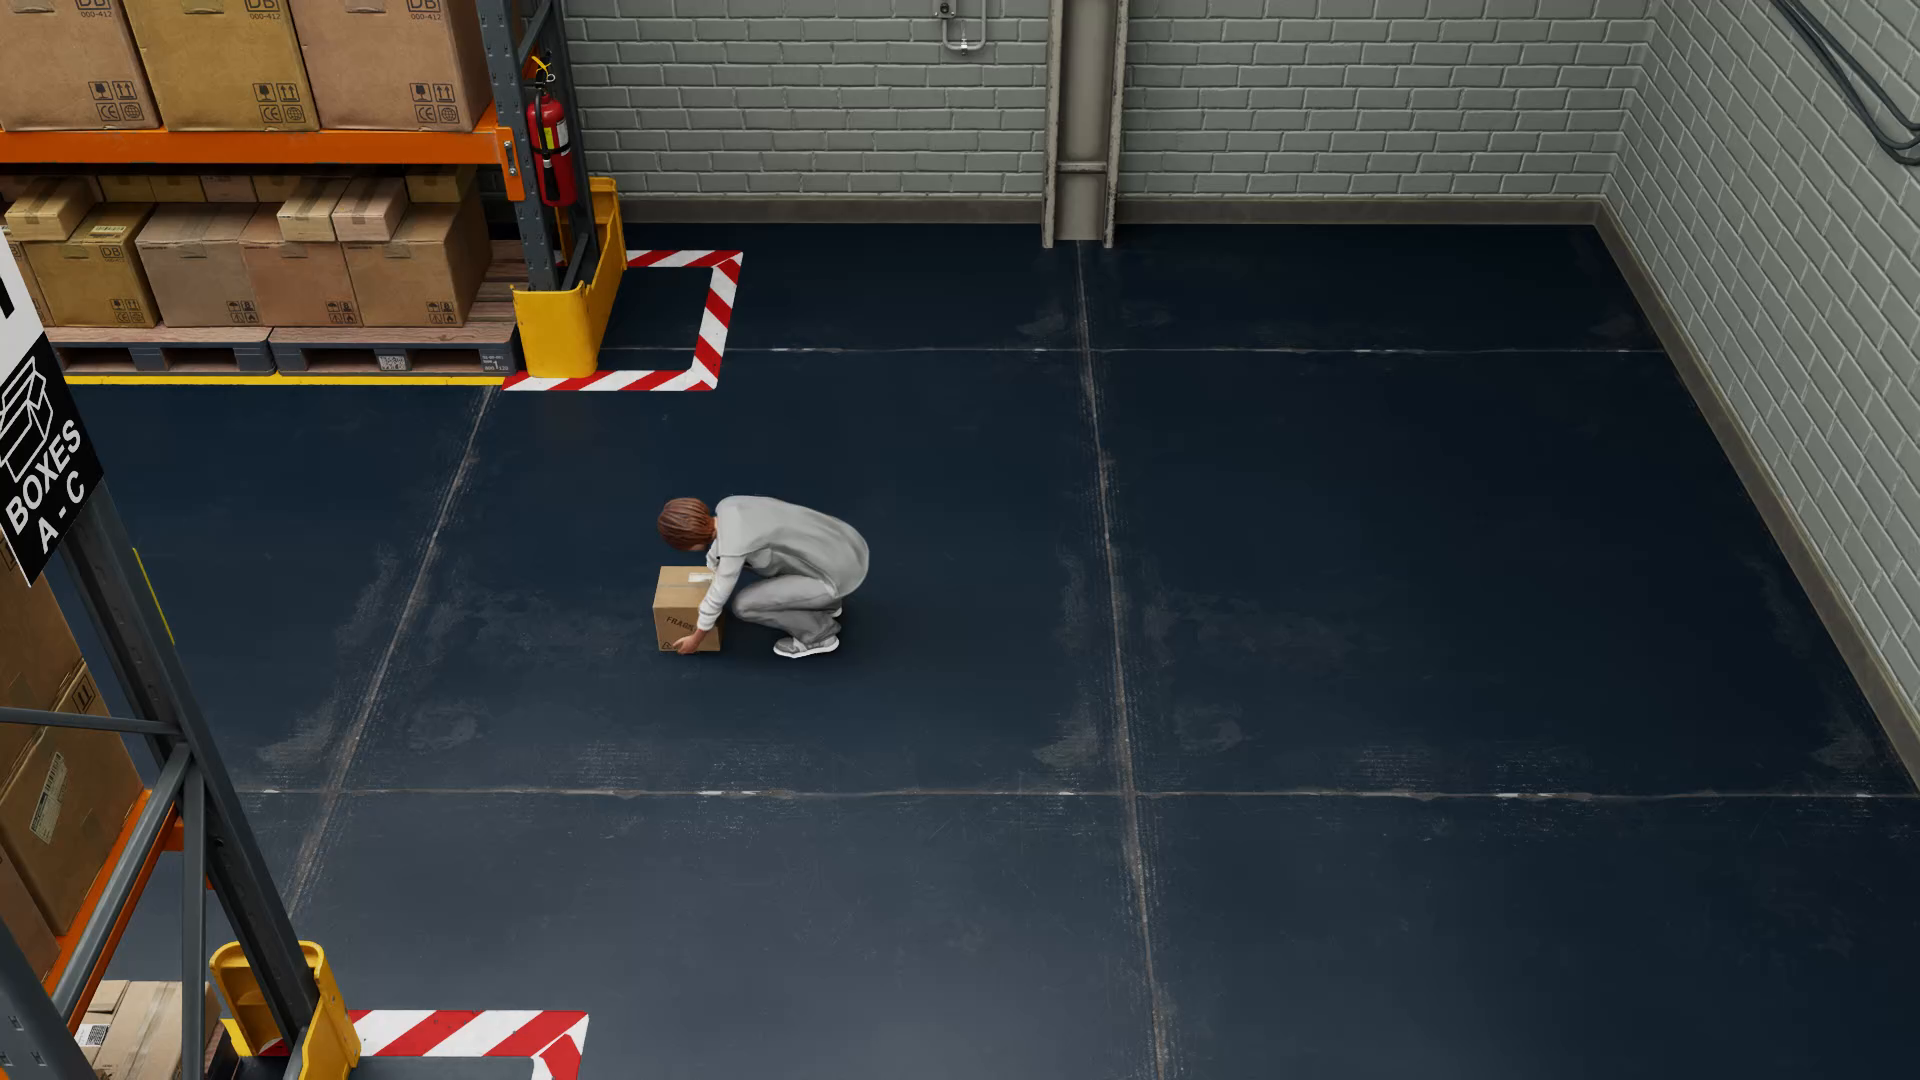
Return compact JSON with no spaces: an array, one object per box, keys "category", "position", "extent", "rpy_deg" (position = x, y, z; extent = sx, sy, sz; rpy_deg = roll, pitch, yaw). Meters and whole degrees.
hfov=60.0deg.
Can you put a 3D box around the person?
[{"category":"person","position":[-0.773,0.120,6.719],"extent":[0.816,0.760,0.436],"rpy_deg":[0,40,0]}]
